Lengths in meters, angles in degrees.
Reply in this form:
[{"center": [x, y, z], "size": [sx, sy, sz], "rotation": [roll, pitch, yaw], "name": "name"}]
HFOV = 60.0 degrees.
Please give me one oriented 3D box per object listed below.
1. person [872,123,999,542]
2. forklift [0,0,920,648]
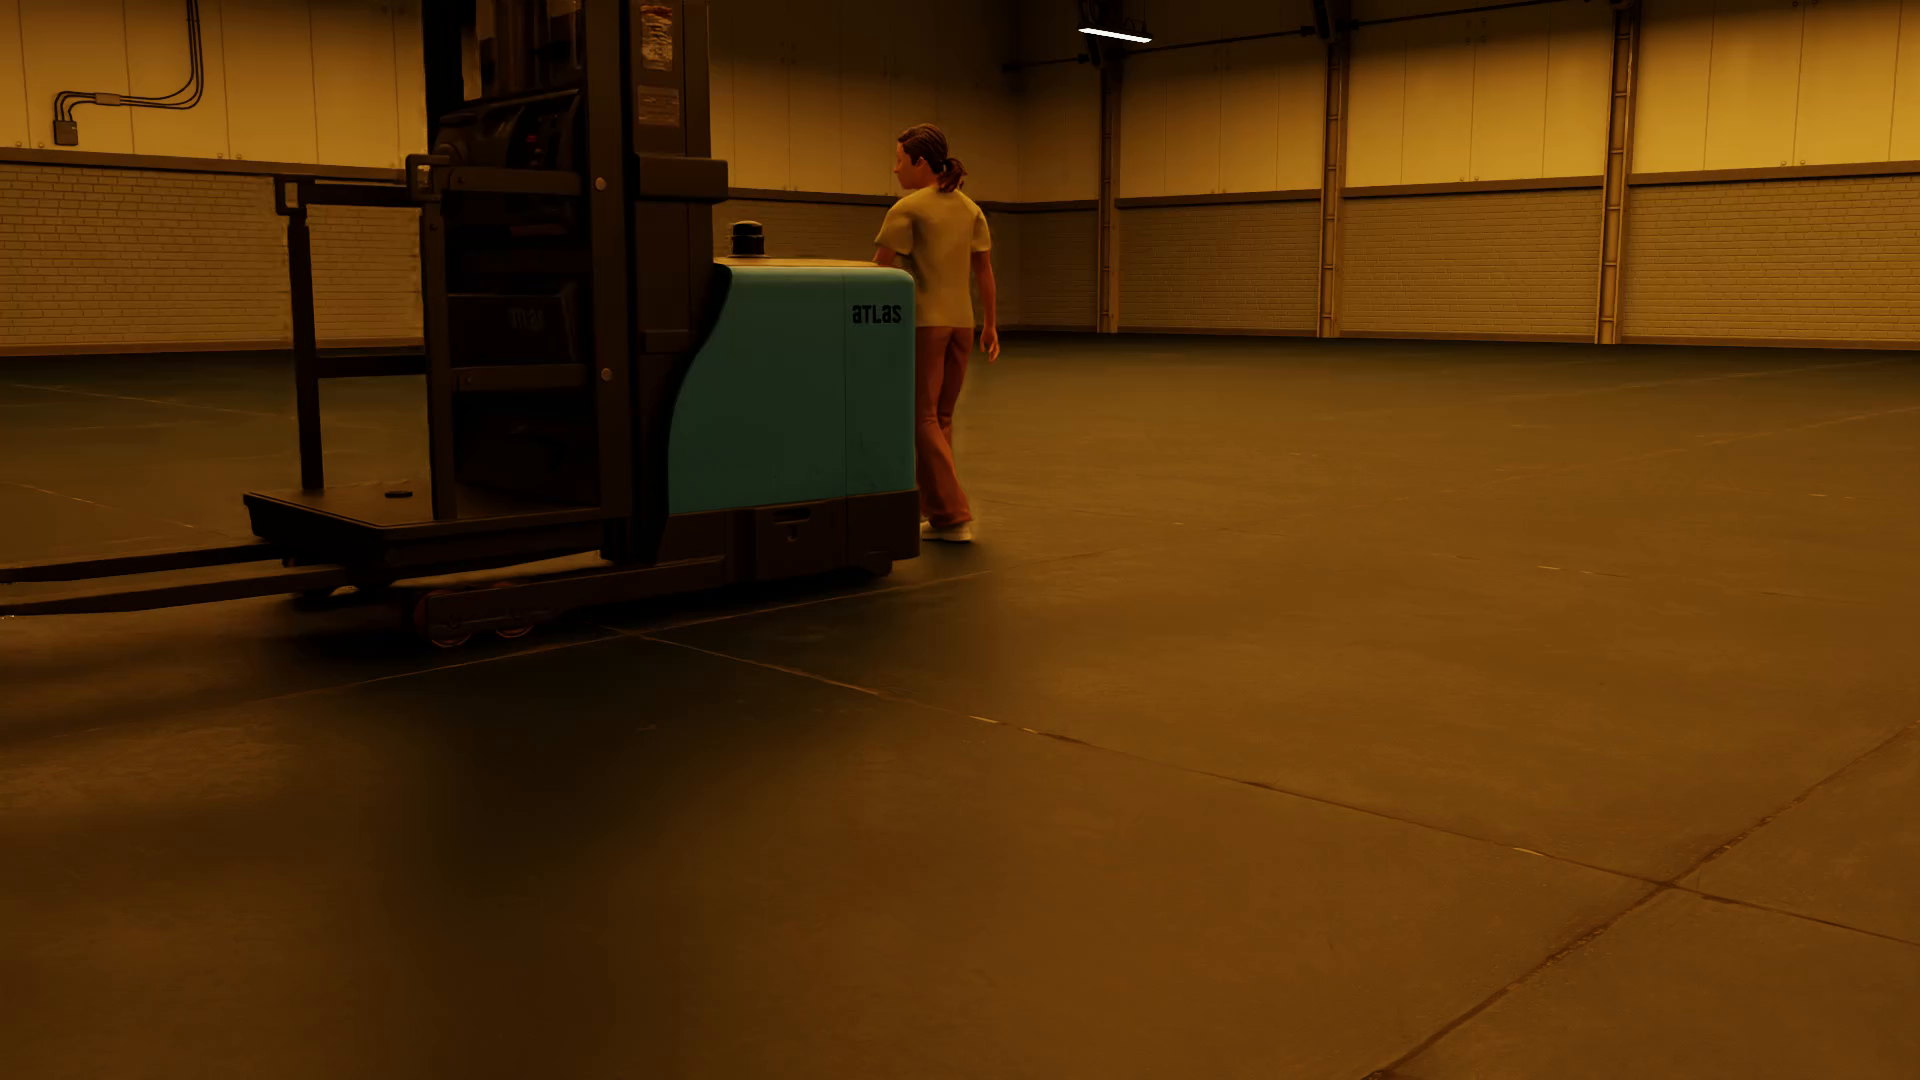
[{"center": [-0.188, -0.839, 6.763], "size": [0.628, 1.650, 0.682], "rotation": [-8, 12, -43], "name": "person"}, {"center": [-1.579, -1.232, 5.053], "size": [3.031, 2.935, 1.130], "rotation": [-8, 11, -41], "name": "forklift"}]
